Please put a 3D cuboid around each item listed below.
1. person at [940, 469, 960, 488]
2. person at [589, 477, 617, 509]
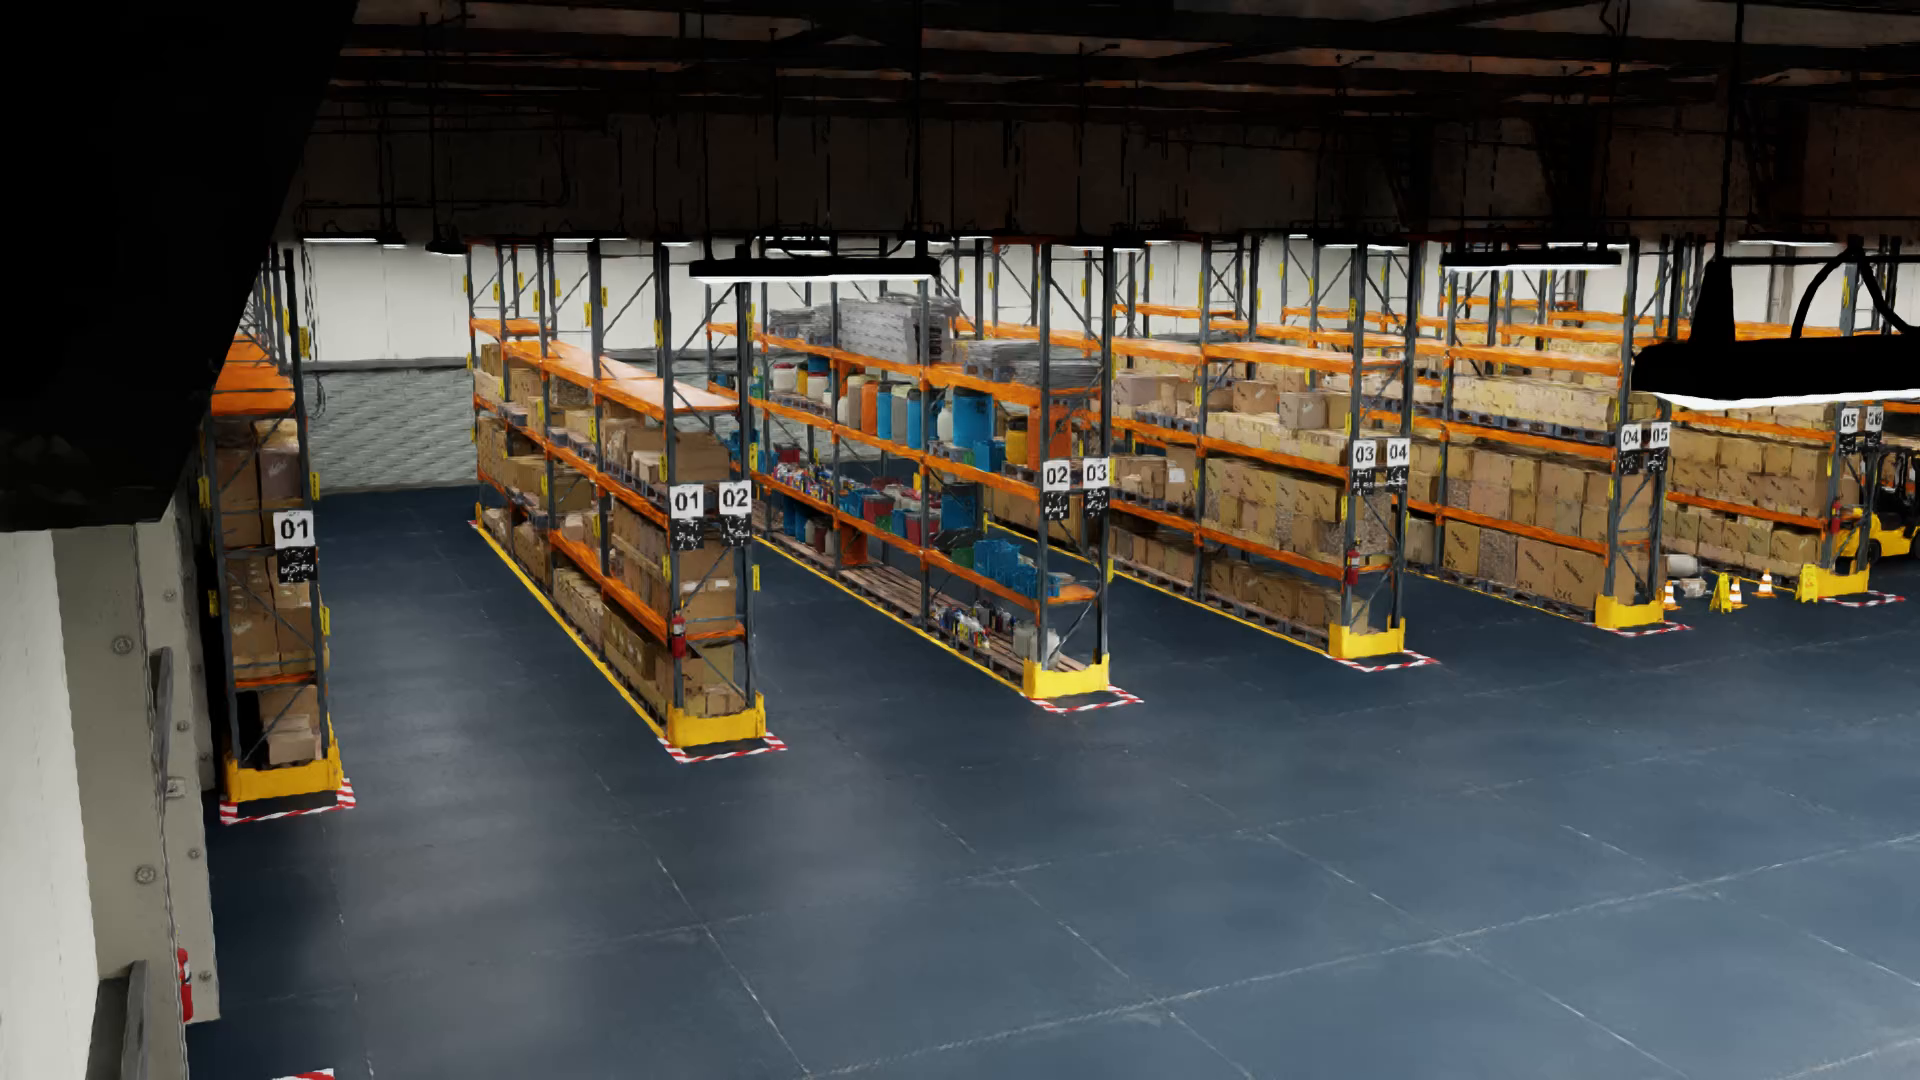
[{"bbox_3d":[-0.173,-1.003,33.826,0.492,1.673,0.434,8,13,35],"label":"person"},{"bbox_3d":[-7.142,-0.921,33.390,0.577,1.687,1.121,-4,12,-22],"label":"person"}]
